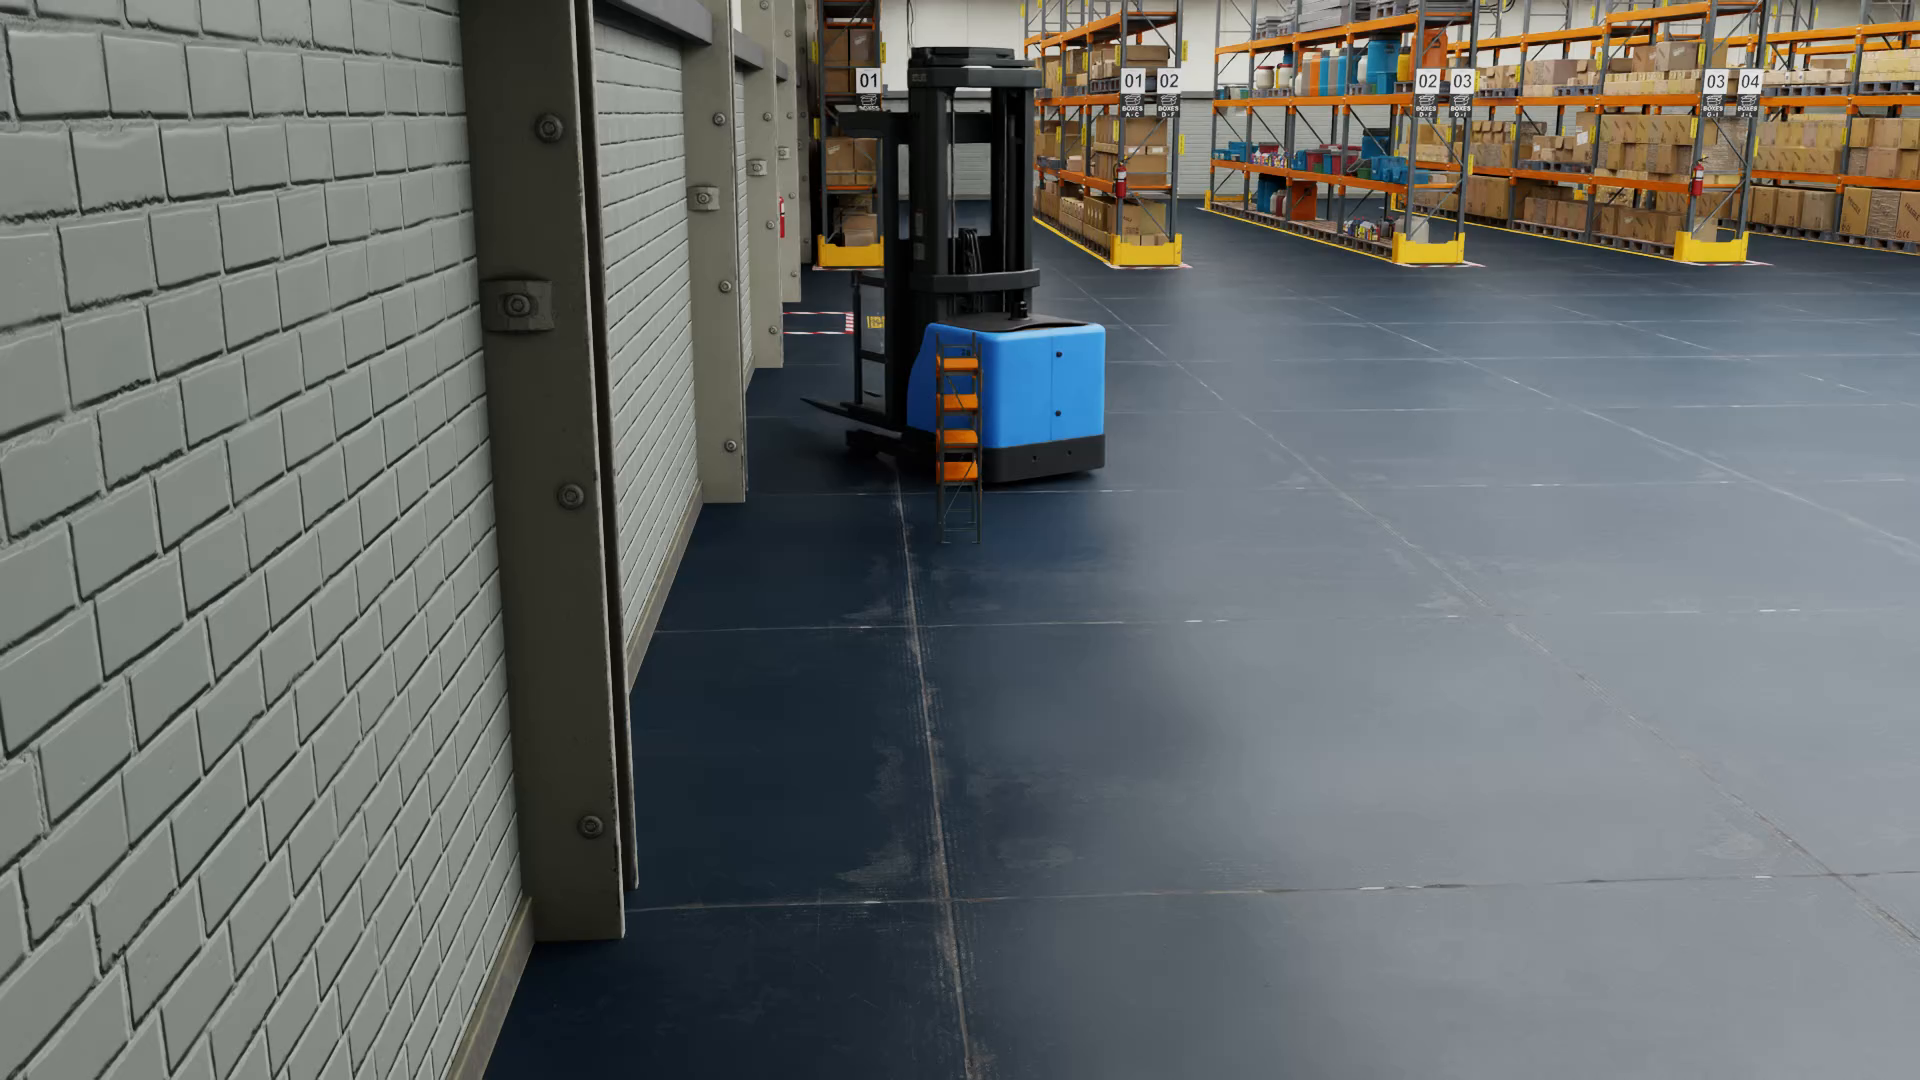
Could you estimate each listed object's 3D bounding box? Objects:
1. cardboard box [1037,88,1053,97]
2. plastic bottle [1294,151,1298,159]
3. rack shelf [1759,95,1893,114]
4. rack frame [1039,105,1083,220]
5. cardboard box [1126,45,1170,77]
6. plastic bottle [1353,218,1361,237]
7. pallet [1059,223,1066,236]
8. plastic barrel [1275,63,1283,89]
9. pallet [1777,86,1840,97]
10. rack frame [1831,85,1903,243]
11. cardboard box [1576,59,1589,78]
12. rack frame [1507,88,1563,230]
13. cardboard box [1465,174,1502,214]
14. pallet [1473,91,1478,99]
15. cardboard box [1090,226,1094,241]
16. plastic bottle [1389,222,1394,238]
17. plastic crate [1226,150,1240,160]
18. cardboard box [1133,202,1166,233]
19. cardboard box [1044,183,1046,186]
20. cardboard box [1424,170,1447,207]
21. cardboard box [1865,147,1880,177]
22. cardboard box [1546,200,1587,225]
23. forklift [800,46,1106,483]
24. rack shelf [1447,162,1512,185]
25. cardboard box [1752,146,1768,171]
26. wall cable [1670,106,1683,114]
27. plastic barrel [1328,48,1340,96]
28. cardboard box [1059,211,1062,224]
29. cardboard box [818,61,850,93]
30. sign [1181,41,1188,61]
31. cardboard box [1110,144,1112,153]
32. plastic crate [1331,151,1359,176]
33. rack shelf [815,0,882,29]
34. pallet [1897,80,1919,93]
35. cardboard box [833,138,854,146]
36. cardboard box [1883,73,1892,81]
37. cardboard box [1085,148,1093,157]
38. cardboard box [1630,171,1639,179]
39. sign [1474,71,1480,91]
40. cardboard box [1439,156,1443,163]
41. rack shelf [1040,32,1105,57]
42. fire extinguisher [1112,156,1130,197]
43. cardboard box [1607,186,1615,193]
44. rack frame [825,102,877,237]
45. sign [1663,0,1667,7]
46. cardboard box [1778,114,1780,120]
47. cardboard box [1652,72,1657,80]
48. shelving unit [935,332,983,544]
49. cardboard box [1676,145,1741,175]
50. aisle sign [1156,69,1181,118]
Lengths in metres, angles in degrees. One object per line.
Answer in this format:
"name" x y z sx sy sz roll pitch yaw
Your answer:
"cardboard box" 2.106 -10.622 39.573 0.500 0.250 0.500 -1 14 -3
"plastic bottle" 7.654 -8.644 37.701 0.144 0.351 0.185 -1 14 -3
"rack shelf" 17.617 -8.941 34.181 1.077 0.370 4.000 -1 14 -3
"rack frame" 2.401 -9.125 39.474 1.000 3.000 0.127 -1 14 -3
"cardboard box" 3.113 -8.058 27.974 0.797 0.503 0.637 0 14 0
"plastic bottle" 7.489 -5.888 31.322 0.144 0.351 0.185 -1 15 -6
"pallet" 2.661 -6.575 35.157 1.003 0.211 1.213 -1 14 -3
"plastic barrel" 7.605 -10.724 38.448 0.600 0.588 0.600 0 14 0
"pallet" 17.659 -9.258 34.348 1.003 0.211 1.213 0 14 -1
"rack frame" 17.741 -7.339 32.532 1.000 3.000 0.127 -1 14 -3
"cardboard box" 12.874 -9.660 34.329 0.500 0.500 0.500 -1 14 -2
"rack frame" 12.537 -8.283 36.198 1.000 3.000 0.127 -1 14 -3
"cardboard box" 12.405 -8.071 38.796 1.225 0.875 0.875 -1 14 -5
"pallet" 12.395 -10.410 38.831 0.805 0.209 1.217 -1 15 -6
"cardboard box" 2.675 -5.639 30.598 0.500 0.250 0.500 -1 14 -3
"plastic bottle" 8.100 -5.817 31.184 0.061 0.283 0.133 -1 14 -3
"plastic crate" 6.885 -9.675 41.826 0.416 0.233 0.300 -1 14 -3
"cardboard box" 3.301 -5.637 29.086 0.500 0.500 0.500 -1 14 -3
"cardboard box" 2.433 -8.991 43.086 0.500 0.500 0.500 -1 14 -3
"cardboard box" 12.272 -8.841 41.790 0.875 0.875 0.875 -1 14 -3
"cardboard box" 17.833 -7.184 31.627 0.875 0.550 0.550 -1 14 -3
"cardboard box" 12.687 -6.840 34.725 0.700 0.500 0.500 0 14 1
"forklift" -0.208 -2.109 12.342 1.130 2.935 3.031 -9 17 -32
"rack shelf" 12.413 -8.432 38.221 1.077 0.370 4.000 -1 14 -3
"cardboard box" 17.286 -8.140 35.444 0.500 0.500 0.500 -1 14 -4
"wall cable" 21.559 -12.334 49.844 0.585 1.953 0.123 -1 14 -3
"plastic barrel" 7.552 -9.193 32.709 0.600 0.901 0.600 0 14 0
"cardboard box" 2.389 -6.868 35.374 0.500 0.250 0.500 -1 14 -4
"cardboard box" -2.078 -7.674 27.573 0.500 0.500 0.500 0 14 1
"sign" 3.699 -8.063 27.410 0.100 0.325 0.005 -1 14 -3
"cardboard box" 2.849 -6.918 29.391 0.380 0.149 0.250 0 14 -2
"plastic crate" 7.506 -7.358 32.476 0.402 0.464 0.583 -1 14 -3
"rack shelf" -1.923 -9.116 28.849 1.077 0.370 4.000 -1 14 -3
"pallet" 17.854 -8.243 30.201 1.003 0.211 1.213 -1 14 -3
"cardboard box" -2.062 -6.603 28.426 0.500 0.500 0.500 -1 14 -3
"cardboard box" 17.472 -8.638 31.019 0.380 0.149 0.250 -1 14 -4
"cardboard box" 2.802 -7.631 33.465 0.500 0.500 0.500 -1 14 -3
"cardboard box" 12.604 -6.735 30.688 0.380 0.149 0.250 -1 14 -3
"sign" 8.638 -7.681 27.822 0.100 0.325 0.005 -1 14 -3
"cardboard box" 11.927 -9.291 40.620 0.380 0.149 0.250 -1 14 -2
"rack shelf" 2.525 -10.991 36.932 1.077 0.370 4.000 -1 14 -3
"fire extinguisher" 2.689 -6.067 27.742 0.296 0.674 0.183 -1 14 -3
"cardboard box" 16.792 -8.972 42.562 0.380 0.149 0.250 -1 14 -3
"rack frame" -2.047 -7.058 31.440 1.000 3.000 0.127 -1 14 -3
"sign" 16.703 -12.721 39.376 0.100 0.325 0.005 -1 14 -3
"cardboard box" 21.765 -11.115 43.699 0.380 0.149 0.250 -1 14 -2
"cardboard box" 12.660 -8.323 29.836 0.380 0.149 0.250 -2 15 -6
"shelving unit" -0.010 -0.622 10.037 0.258 1.200 0.503 -1 14 -3
"cardboard box" 13.026 -6.623 28.949 0.875 0.500 0.500 -1 14 -3
"aisle sign" 3.455 -7.388 27.505 0.394 0.787 0.004 -1 14 -3
